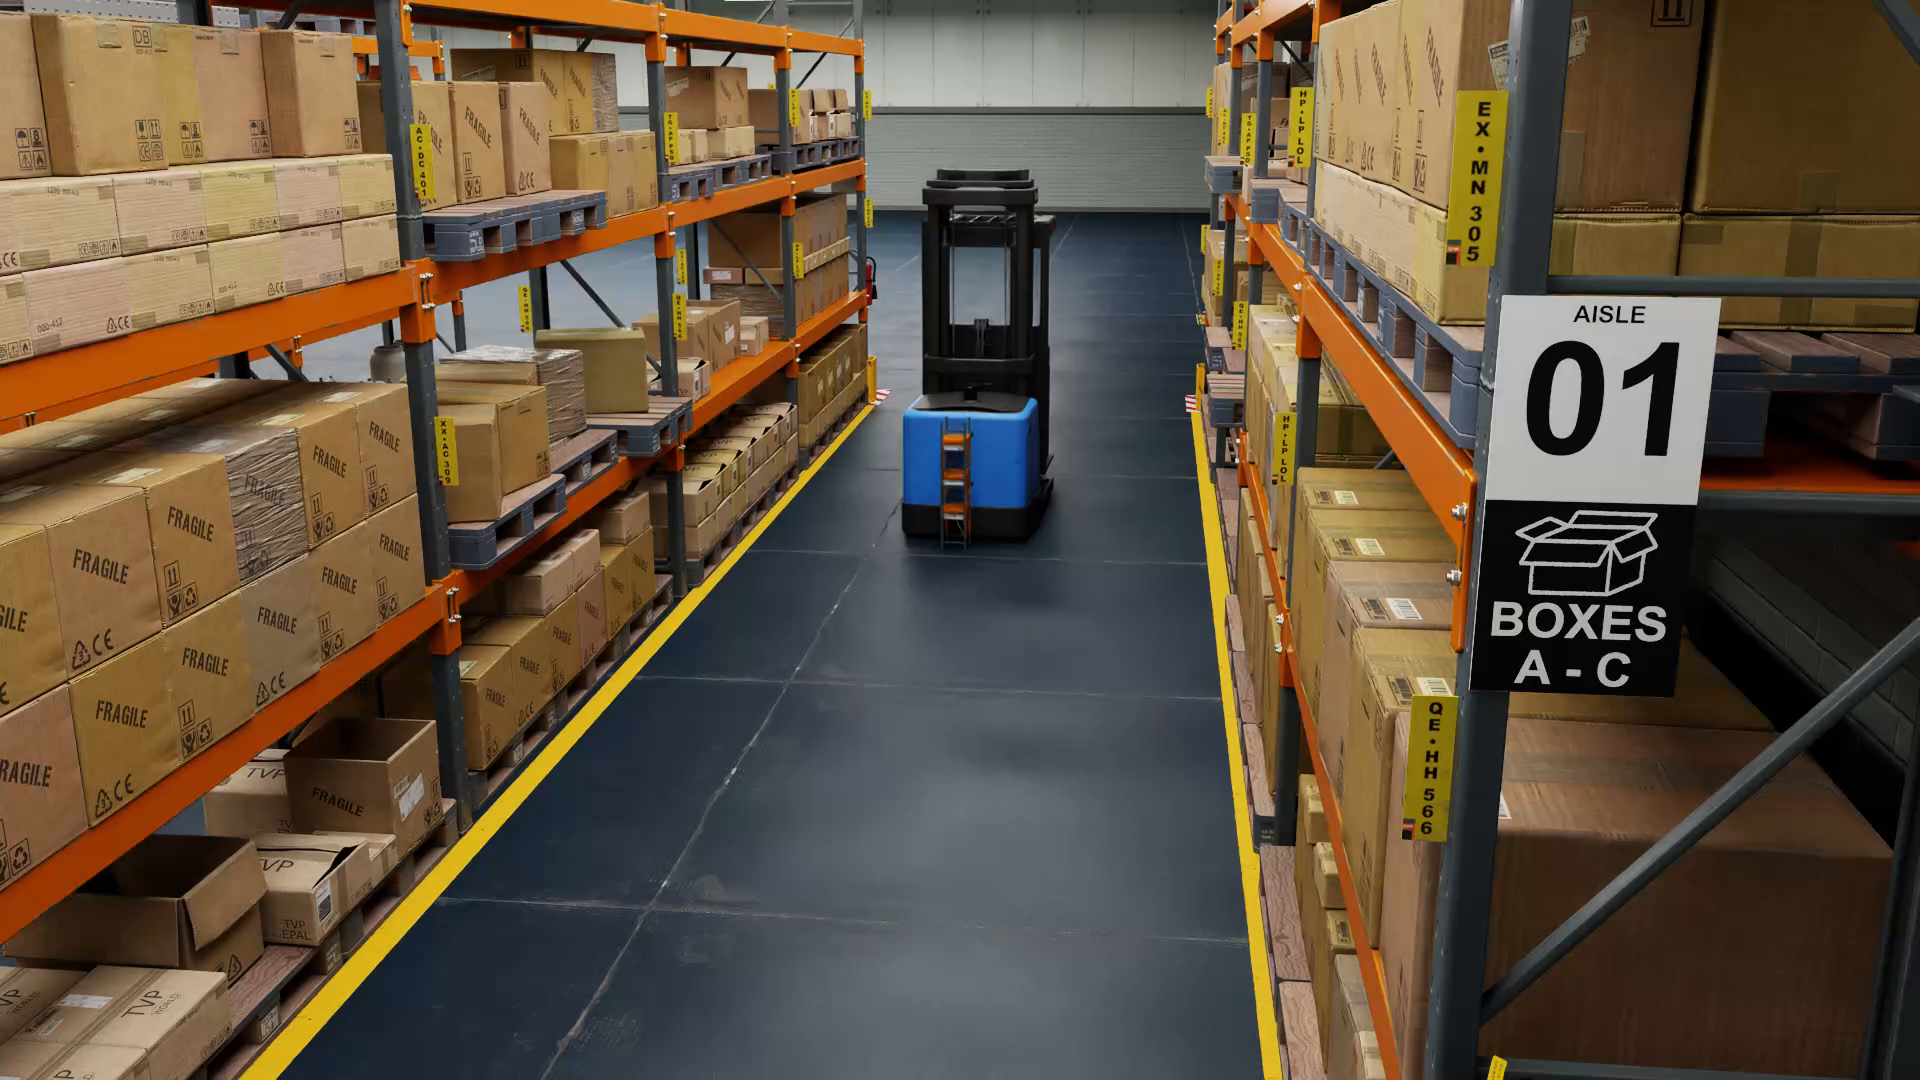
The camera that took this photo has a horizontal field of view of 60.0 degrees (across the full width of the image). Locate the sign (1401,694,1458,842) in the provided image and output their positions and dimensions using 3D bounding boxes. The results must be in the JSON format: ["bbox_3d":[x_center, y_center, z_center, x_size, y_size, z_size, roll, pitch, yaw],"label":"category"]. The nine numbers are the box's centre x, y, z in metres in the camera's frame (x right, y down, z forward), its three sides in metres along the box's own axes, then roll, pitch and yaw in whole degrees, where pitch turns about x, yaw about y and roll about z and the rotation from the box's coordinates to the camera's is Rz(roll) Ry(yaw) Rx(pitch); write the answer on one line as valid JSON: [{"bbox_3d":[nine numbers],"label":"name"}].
[{"bbox_3d":[0.984,0.478,3.474,0.100,0.325,0.005,2,15,6],"label":"sign"}]

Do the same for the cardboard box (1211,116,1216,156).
[{"bbox_3d":[2.945,-4.267,17.718,0.500,0.500,0.500,3,15,10],"label":"cardboard box"}]

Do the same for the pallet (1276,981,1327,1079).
[{"bbox_3d":[1.675,1.992,5.890,1.003,0.211,1.213,2,15,6],"label":"pallet"}]

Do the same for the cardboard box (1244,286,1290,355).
[{"bbox_3d":[2.671,-1.754,13.369,0.700,0.500,0.500,4,16,14],"label":"cardboard box"}]

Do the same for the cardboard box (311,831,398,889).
[{"bbox_3d":[-2.714,1.408,7.327,0.380,0.149,0.250,2,15,6],"label":"cardboard box"}]

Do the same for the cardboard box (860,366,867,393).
[{"bbox_3d":[-1.362,-1.851,19.224,0.500,0.250,0.500,2,15,6],"label":"cardboard box"}]

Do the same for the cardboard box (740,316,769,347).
[{"bbox_3d":[-2.059,-1.885,15.172,0.500,0.250,0.500,3,15,10],"label":"cardboard box"}]

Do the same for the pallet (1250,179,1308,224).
[{"bbox_3d":[2.405,-2.092,10.267,1.213,0.211,1.003,2,15,9],"label":"pallet"}]

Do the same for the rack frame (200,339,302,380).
[{"bbox_3d":[-6.968,-2.233,16.173,1.000,3.000,0.127,2,15,6],"label":"rack frame"}]

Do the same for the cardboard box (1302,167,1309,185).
[{"bbox_3d":[2.420,-2.346,9.810,0.700,0.500,0.500,1,15,3],"label":"cardboard box"}]

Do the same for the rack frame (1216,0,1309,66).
[{"bbox_3d":[3.327,-5.874,18.147,1.000,3.000,0.127,2,15,6],"label":"rack frame"}]

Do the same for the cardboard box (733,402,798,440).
[{"bbox_3d":[-1.807,-1.119,15.441,0.500,0.311,0.500,2,15,6],"label":"cardboard box"}]

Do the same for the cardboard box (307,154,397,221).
[{"bbox_3d":[-2.734,-1.494,7.023,0.500,0.250,0.500,2,15,6],"label":"cardboard box"}]

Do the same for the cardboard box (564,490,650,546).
[{"bbox_3d":[-2.372,-0.152,10.987,0.500,0.250,0.500,2,15,8],"label":"cardboard box"}]

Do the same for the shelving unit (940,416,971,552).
[{"bbox_3d":[-0.034,-0.445,13.296,0.215,1.050,0.252,2,15,8],"label":"shelving unit"}]

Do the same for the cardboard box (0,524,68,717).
[{"bbox_3d":[-3.037,0.252,4.875,0.500,0.500,0.500,2,15,7],"label":"cardboard box"}]

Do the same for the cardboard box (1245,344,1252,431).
[{"bbox_3d":[2.116,-0.987,10.764,0.500,0.500,0.500,2,15,8],"label":"cardboard box"}]

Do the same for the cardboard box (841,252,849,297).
[{"bbox_3d":[-1.660,-3.051,19.007,0.700,0.500,0.500,2,15,6],"label":"cardboard box"}]

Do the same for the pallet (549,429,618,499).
[{"bbox_3d":[-2.713,-0.451,9.952,1.003,0.211,1.213,2,15,6],"label":"pallet"}]

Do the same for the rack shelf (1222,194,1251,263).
[{"bbox_3d":[2.650,-2.523,12.878,1.077,0.370,4.000,2,15,6],"label":"rack shelf"}]

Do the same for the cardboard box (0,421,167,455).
[{"bbox_3d":[-3.398,-0.161,6.404,0.500,0.500,0.500,1,15,5],"label":"cardboard box"}]

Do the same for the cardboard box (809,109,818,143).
[{"bbox_3d":[-1.667,-4.024,16.149,0.500,0.311,0.500,1,15,3],"label":"cardboard box"}]

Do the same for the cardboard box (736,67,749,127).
[{"bbox_3d":[-2.155,-3.867,14.518,0.500,0.500,0.500,2,15,7],"label":"cardboard box"}]

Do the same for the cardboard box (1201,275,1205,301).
[{"bbox_3d":[2.957,-2.798,18.514,0.500,0.250,0.500,1,15,5],"label":"cardboard box"}]

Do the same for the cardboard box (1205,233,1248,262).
[{"bbox_3d":[2.909,-3.035,17.951,0.500,0.500,0.500,2,15,6],"label":"cardboard box"}]

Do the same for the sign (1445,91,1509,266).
[{"bbox_3d":[0.984,-0.685,3.159,0.100,0.325,0.005,2,15,6],"label":"sign"}]

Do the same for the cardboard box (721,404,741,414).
[{"bbox_3d":[-2.341,-1.132,15.491,0.500,0.311,0.500,2,15,6],"label":"cardboard box"}]

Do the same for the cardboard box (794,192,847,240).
[{"bbox_3d":[-1.666,-3.663,18.787,0.700,0.500,0.500,2,15,6],"label":"cardboard box"}]

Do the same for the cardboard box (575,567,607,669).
[{"bbox_3d":[-2.482,0.466,10.139,0.500,0.500,0.500,1,15,4],"label":"cardboard box"}]

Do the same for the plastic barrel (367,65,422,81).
[{"bbox_3d":[-6.445,-4.998,19.027,0.600,0.830,0.708,2,15,6],"label":"plastic barrel"}]

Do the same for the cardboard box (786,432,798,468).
[{"bbox_3d":[-1.805,-0.845,15.504,0.500,0.250,0.500,2,15,6],"label":"cardboard box"}]

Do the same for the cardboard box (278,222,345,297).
[{"bbox_3d":[-2.807,-1.123,6.611,0.500,0.250,0.500,2,15,6],"label":"cardboard box"}]

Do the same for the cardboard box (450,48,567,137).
[{"bbox_3d":[-2.668,-2.650,9.862,0.500,0.500,0.500,2,15,6],"label":"cardboard box"}]

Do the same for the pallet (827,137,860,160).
[{"bbox_3d":[-1.701,-4.346,18.411,1.003,0.211,1.213,2,15,6],"label":"pallet"}]

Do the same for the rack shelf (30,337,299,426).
[{"bbox_3d":[-7.193,-1.367,14.348,1.077,0.370,4.000,2,15,6],"label":"rack shelf"}]

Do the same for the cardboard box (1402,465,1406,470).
[{"bbox_3d":[2.276,-0.179,7.780,0.500,0.500,0.500,1,15,4],"label":"cardboard box"}]

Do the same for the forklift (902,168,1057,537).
[{"bbox_3d":[0.254,-1.776,14.614,1.130,2.935,3.031,2,15,8],"label":"forklift"}]

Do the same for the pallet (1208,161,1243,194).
[{"bbox_3d":[2.587,-2.872,13.151,1.213,0.211,1.003,2,15,6],"label":"pallet"}]

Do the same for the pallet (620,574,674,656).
[{"bbox_3d":[-2.620,0.490,11.445,1.003,0.211,1.213,2,15,6],"label":"pallet"}]

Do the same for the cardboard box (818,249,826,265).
[{"bbox_3d":[-1.622,-2.978,17.493,0.380,0.149,0.250,1,15,5],"label":"cardboard box"}]

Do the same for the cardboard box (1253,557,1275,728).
[{"bbox_3d":[2.015,0.566,9.137,0.750,0.750,0.750,2,15,8],"label":"cardboard box"}]

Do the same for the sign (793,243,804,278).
[{"bbox_3d":[-1.506,-2.593,15.439,0.100,0.325,0.005,2,15,6],"label":"sign"}]

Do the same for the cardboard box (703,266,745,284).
[{"bbox_3d":[-2.229,-2.524,15.816,0.380,0.149,0.250,2,15,6],"label":"cardboard box"}]

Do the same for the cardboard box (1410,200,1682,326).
[{"bbox_3d":[1.341,-0.653,3.875,0.500,0.250,0.500,2,15,8],"label":"cardboard box"}]

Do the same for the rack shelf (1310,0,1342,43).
[{"bbox_3d":[1.748,-1.703,4.865,1.077,0.370,4.000,2,15,6],"label":"rack shelf"}]

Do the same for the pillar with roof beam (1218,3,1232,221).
[{"bbox_3d":[3.216,-13.575,46.626,9.100,9.000,0.548,2,15,6],"label":"pillar with roof beam"}]

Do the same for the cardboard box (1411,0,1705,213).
[{"bbox_3d":[1.333,-1.015,3.778,0.500,0.500,0.500,2,15,6],"label":"cardboard box"}]

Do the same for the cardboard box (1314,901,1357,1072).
[{"bbox_3d":[1.667,1.592,6.012,0.700,0.500,0.500,2,15,8],"label":"cardboard box"}]

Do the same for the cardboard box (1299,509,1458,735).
[{"bbox_3d":[1.808,0.318,6.163,0.980,0.700,0.700,1,15,5],"label":"cardboard box"}]

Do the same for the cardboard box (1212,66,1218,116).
[{"bbox_3d":[2.936,-4.746,17.574,0.500,0.500,0.500,2,15,6],"label":"cardboard box"}]

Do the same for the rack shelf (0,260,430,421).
[{"bbox_3d":[-3.175,-0.593,5.740,1.077,0.370,4.000,2,15,6],"label":"rack shelf"}]

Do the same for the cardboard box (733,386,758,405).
[{"bbox_3d":[-2.143,-1.579,16.783,0.500,0.500,0.500,2,15,6],"label":"cardboard box"}]

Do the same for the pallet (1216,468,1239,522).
[{"bbox_3d":[2.790,-0.393,14.711,1.003,0.211,1.213,2,15,6],"label":"pallet"}]

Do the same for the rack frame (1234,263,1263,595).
[{"bbox_3d":[2.425,-0.904,11.257,1.000,3.000,0.127,2,15,6],"label":"rack frame"}]

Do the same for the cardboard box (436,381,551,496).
[{"bbox_3d":[-2.659,-0.559,8.985,0.700,0.500,0.500,4,16,15],"label":"cardboard box"}]
